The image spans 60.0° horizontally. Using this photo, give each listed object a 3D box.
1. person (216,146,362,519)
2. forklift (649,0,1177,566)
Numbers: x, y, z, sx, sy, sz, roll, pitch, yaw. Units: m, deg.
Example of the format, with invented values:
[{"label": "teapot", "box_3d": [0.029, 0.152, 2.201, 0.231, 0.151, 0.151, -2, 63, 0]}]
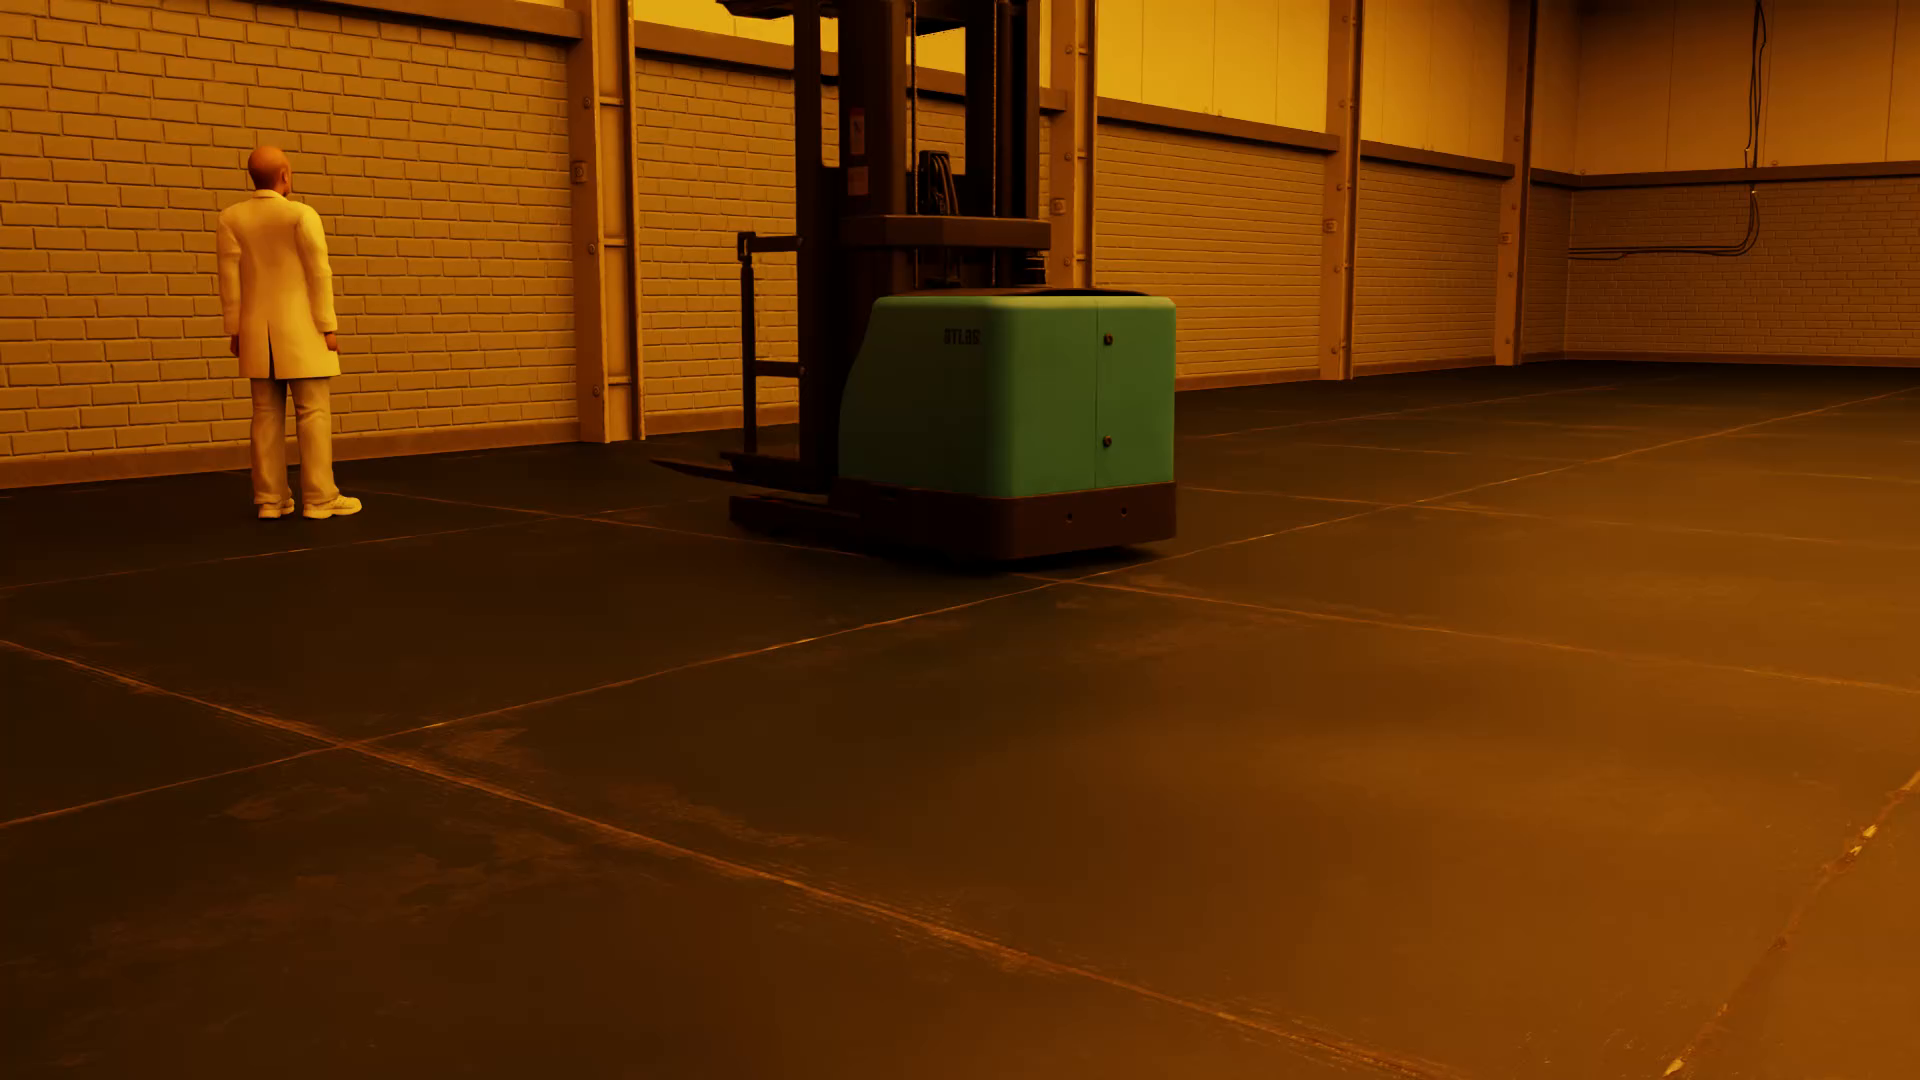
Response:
[{"label": "person", "box_3d": [-3.280, -1.002, 8.096, 0.551, 1.782, 0.393, 1, 8, 4]}, {"label": "forklift", "box_3d": [-0.417, -1.513, 7.624, 1.130, 2.935, 3.031, -7, 11, -39]}]
